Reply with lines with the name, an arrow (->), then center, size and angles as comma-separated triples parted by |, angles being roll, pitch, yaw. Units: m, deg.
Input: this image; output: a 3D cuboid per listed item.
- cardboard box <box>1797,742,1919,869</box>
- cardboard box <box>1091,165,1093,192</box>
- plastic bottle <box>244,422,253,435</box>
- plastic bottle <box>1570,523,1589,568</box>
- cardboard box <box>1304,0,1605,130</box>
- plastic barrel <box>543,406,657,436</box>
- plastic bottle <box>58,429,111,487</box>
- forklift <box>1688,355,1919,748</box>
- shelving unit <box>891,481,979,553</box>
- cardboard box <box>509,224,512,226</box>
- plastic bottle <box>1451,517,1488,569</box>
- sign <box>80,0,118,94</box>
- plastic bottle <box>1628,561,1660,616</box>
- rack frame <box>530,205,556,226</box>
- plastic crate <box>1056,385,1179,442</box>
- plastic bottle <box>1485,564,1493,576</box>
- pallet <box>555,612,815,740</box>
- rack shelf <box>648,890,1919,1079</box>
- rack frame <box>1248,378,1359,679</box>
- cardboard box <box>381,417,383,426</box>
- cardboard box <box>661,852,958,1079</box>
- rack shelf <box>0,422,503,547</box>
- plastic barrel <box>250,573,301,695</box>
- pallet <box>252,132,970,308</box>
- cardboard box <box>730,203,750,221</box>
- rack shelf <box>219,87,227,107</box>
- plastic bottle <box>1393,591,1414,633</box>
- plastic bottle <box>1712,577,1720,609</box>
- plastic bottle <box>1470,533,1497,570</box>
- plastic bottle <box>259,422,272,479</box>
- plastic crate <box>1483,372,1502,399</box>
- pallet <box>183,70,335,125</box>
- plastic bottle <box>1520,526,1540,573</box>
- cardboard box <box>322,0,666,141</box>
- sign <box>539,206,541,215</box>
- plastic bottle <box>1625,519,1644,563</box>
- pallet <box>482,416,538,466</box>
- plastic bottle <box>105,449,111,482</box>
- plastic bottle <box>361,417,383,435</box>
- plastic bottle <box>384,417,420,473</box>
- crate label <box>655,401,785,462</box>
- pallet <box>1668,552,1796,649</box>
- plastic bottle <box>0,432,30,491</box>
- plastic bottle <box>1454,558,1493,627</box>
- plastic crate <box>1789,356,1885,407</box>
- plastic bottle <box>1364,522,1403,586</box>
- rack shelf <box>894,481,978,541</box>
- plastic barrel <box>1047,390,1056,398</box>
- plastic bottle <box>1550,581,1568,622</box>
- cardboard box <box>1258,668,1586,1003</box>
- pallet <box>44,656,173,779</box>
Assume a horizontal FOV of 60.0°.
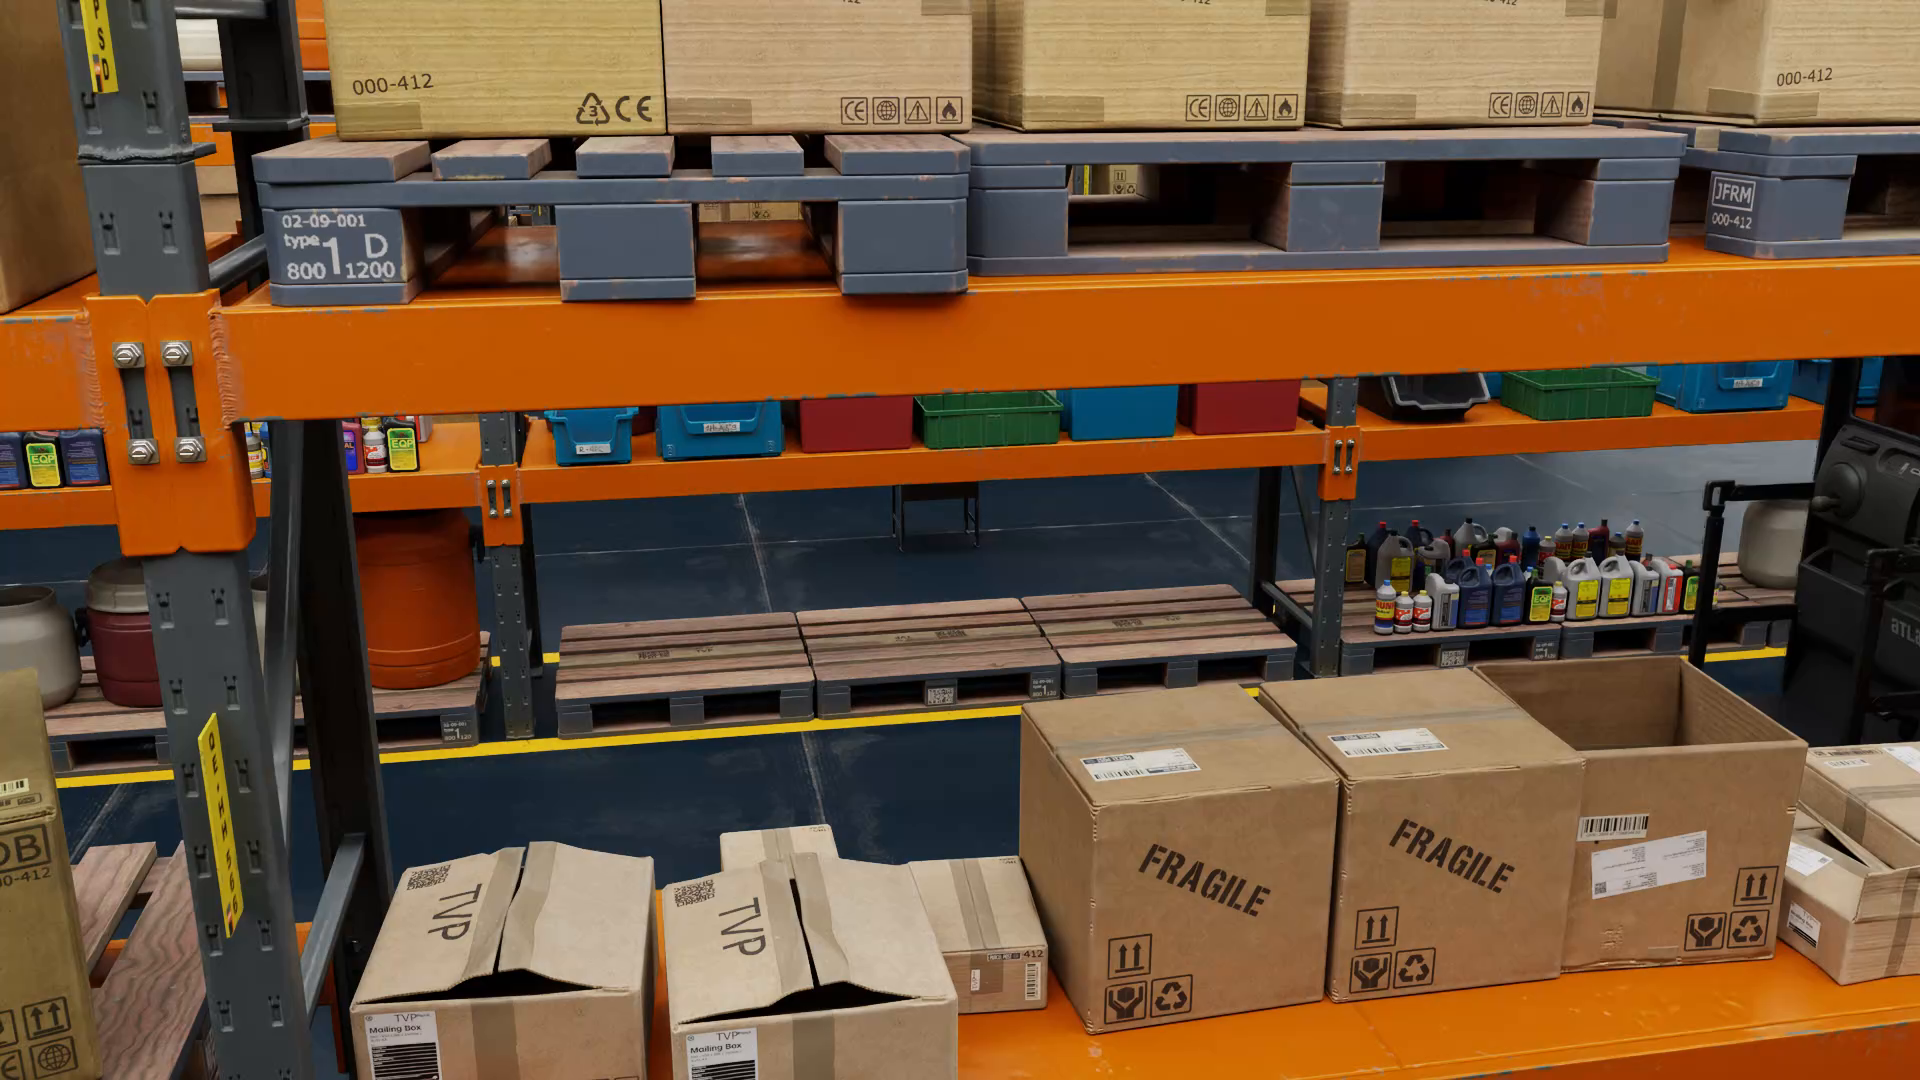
cardboard box -> 2.240, 0.674, 3.763 | 0.500, 0.250, 0.500 | -2, 17, -7
cardboard box -> 1.229, -3.066, 13.305 | 0.500, 0.500, 0.500 | -3, 17, -10
plastic bottle -> -3.456, -0.623, 7.931 | 0.133, 0.283, 0.061 | -3, 17, -10
plastic bottle -> 3.530, 0.036, 9.484 | 0.097, 0.271, 0.097 | 0, 17, 0
cardboard box -> 0.826, -0.912, 3.102 | 0.500, 0.250, 0.500 | -5, 18, -15
plastic barrel -> -1.751, -0.821, 8.144 | 0.708, 0.536, 0.600 | -3, 17, -10
plastic bottle -> -3.751, -0.413, 7.132 | 0.185, 0.351, 0.144 | -3, 17, -10
forklift -> 3.544, -0.222, 6.541 | 3.031, 2.935, 1.130 | -3, 17, -9
shelving unit -> -0.163, -0.995, 10.473 | 0.503, 2.100, 0.431 | -3, 17, -10
cardboard box -> -3.526, -2.019, 12.108 | 0.500, 0.500, 0.500 | -3, 17, -9
plastic bottle -> 2.862, 0.043, 9.326 | 0.185, 0.351, 0.144 | -3, 17, -11
sign -> -1.112, -0.739, 2.120 | 0.005, 0.325, 0.100 | -3, 17, -10
plastic bottle -> 3.597, 0.246, 8.792 | 0.135, 0.276, 0.152 | -4, 17, -12
rack frame -> -3.088, -2.071, 12.444 | 0.127, 3.000, 1.000 | -3, 17, -10
plastic crate -> 0.755, -0.707, 8.031 | 0.575, 0.384, 0.392 | -3, 17, -10
plastic bottle -> 2.769, 0.260, 8.754 | 0.097, 0.271, 0.097 | 0, 17, 0
pallet -> -1.381, 0.658, 8.309 | 1.213, 0.211, 1.003 | -3, 17, -10
rack shelf -> 0.751, 1.018, 3.614 | 4.000, 0.370, 1.077 | -3, 17, -10
rack frame -> 1.779, -0.866, 8.521 | 0.127, 3.000, 1.000 | -3, 17, -10
cardboard box -> -4.646, -1.176, 12.435 | 0.875, 0.875, 1.225 | -3, 17, -10
cardboard box -> -0.298, 0.834, 3.140 | 0.500, 0.311, 0.500 | -3, 17, -11
rack shelf -> -4.112, -0.188, 7.539 | 4.000, 0.370, 1.077 | -3, 17, -10
plastic barrel -> -3.163, 0.435, 7.808 | 0.421, 0.512, 0.421 | 0, 17, 0
pallet -> -0.563, -0.622, 2.940 | 1.003, 0.211, 1.213 | -2, 17, -8
cardboard box -> -2.444, -3.558, 17.117 | 0.500, 0.500, 0.500 | -3, 17, -10
rack shelf -> -5.052, -3.049, 11.747 | 4.000, 0.370, 1.077 | -3, 17, -10
plastic bottle -> 2.274, 0.365, 8.532 | 0.097, 0.201, 0.097 | 0, 17, 0
plastic bottle -> 3.986, 0.268, 8.848 | 0.097, 0.201, 0.097 | 0, 17, 0
plastic bottle -> 2.907, 0.103, 9.244 | 0.133, 0.283, 0.061 | -3, 17, -10
plastic bottle -> -2.999, -0.411, 7.260 | 0.097, 0.271, 0.097 | 0, 17, 0
plastic crate -> 2.814, -0.934, 8.998 | 0.616, 0.251, 0.499 | -3, 17, -10
pallet -> -2.918, -1.972, 7.336 | 1.213, 0.211, 1.003 | -3, 17, -10
plastic bottle -> 3.233, 0.053, 9.429 | 0.097, 0.271, 0.097 | 0, 17, 0
cardboard box -> -0.778, -0.819, 2.801 | 0.500, 0.250, 0.500 | -5, 18, -15
sign -> -2.980, -2.464, 11.754 | 0.005, 0.325, 0.100 | -3, 17, -10
plastic bottle -> 3.867, 0.017, 9.546 | 0.097, 0.271, 0.097 | 0, 17, 0
pallet -> -3.877, -0.715, 12.782 | 1.213, 0.211, 1.003 | -3, 17, -10
plastic bottle -> -3.587, -0.378, 7.132 | 0.133, 0.283, 0.061 | -3, 17, -10
plastic bottle -> -2.849, -0.613, 8.037 | 0.097, 0.201, 0.097 | 0, 17, 0
plastic bottle -> -2.465, -0.442, 7.339 | 0.133, 0.283, 0.061 | -3, 17, -10
crate label -> -1.122, -0.637, 7.717 | 0.616, 0.435, 0.502 | -3, 17, -10
pallet -> 4.842, 0.306, 9.456 | 1.213, 0.211, 1.003 | -3, 17, -10
plastic bottle -> -4.064, -0.395, 7.074 | 0.185, 0.351, 0.144 | -3, 17, -10
plastic bottle -> 2.650, 0.265, 8.602 | 0.185, 0.351, 0.144 | -3, 17, -9
plastic crate -> 4.633, -0.869, 8.784 | 0.408, 0.251, 0.499 | -3, 17, -10
plastic bottle -> 2.356, 0.071, 9.233 | 0.185, 0.351, 0.144 | -4, 17, -12
rack shelf -> -0.163, -0.312, 10.683 | 0.480, 0.518, 0.431 | -3, 17, -10
plastic barrel -> 0.450, -0.770, 8.445 | 0.301, 0.262, 0.301 | 0, 17, 0
plastic bottle -> 3.118, 0.317, 8.688 | 0.097, 0.201, 0.097 | 0, 17, 0
cardboard box -> 0.949, 0.610, 3.546 | 0.500, 0.500, 0.500 | -3, 17, -10
pallet -> -4.110, 0.813, 7.805 | 1.213, 0.211, 1.003 | -3, 17, -10
